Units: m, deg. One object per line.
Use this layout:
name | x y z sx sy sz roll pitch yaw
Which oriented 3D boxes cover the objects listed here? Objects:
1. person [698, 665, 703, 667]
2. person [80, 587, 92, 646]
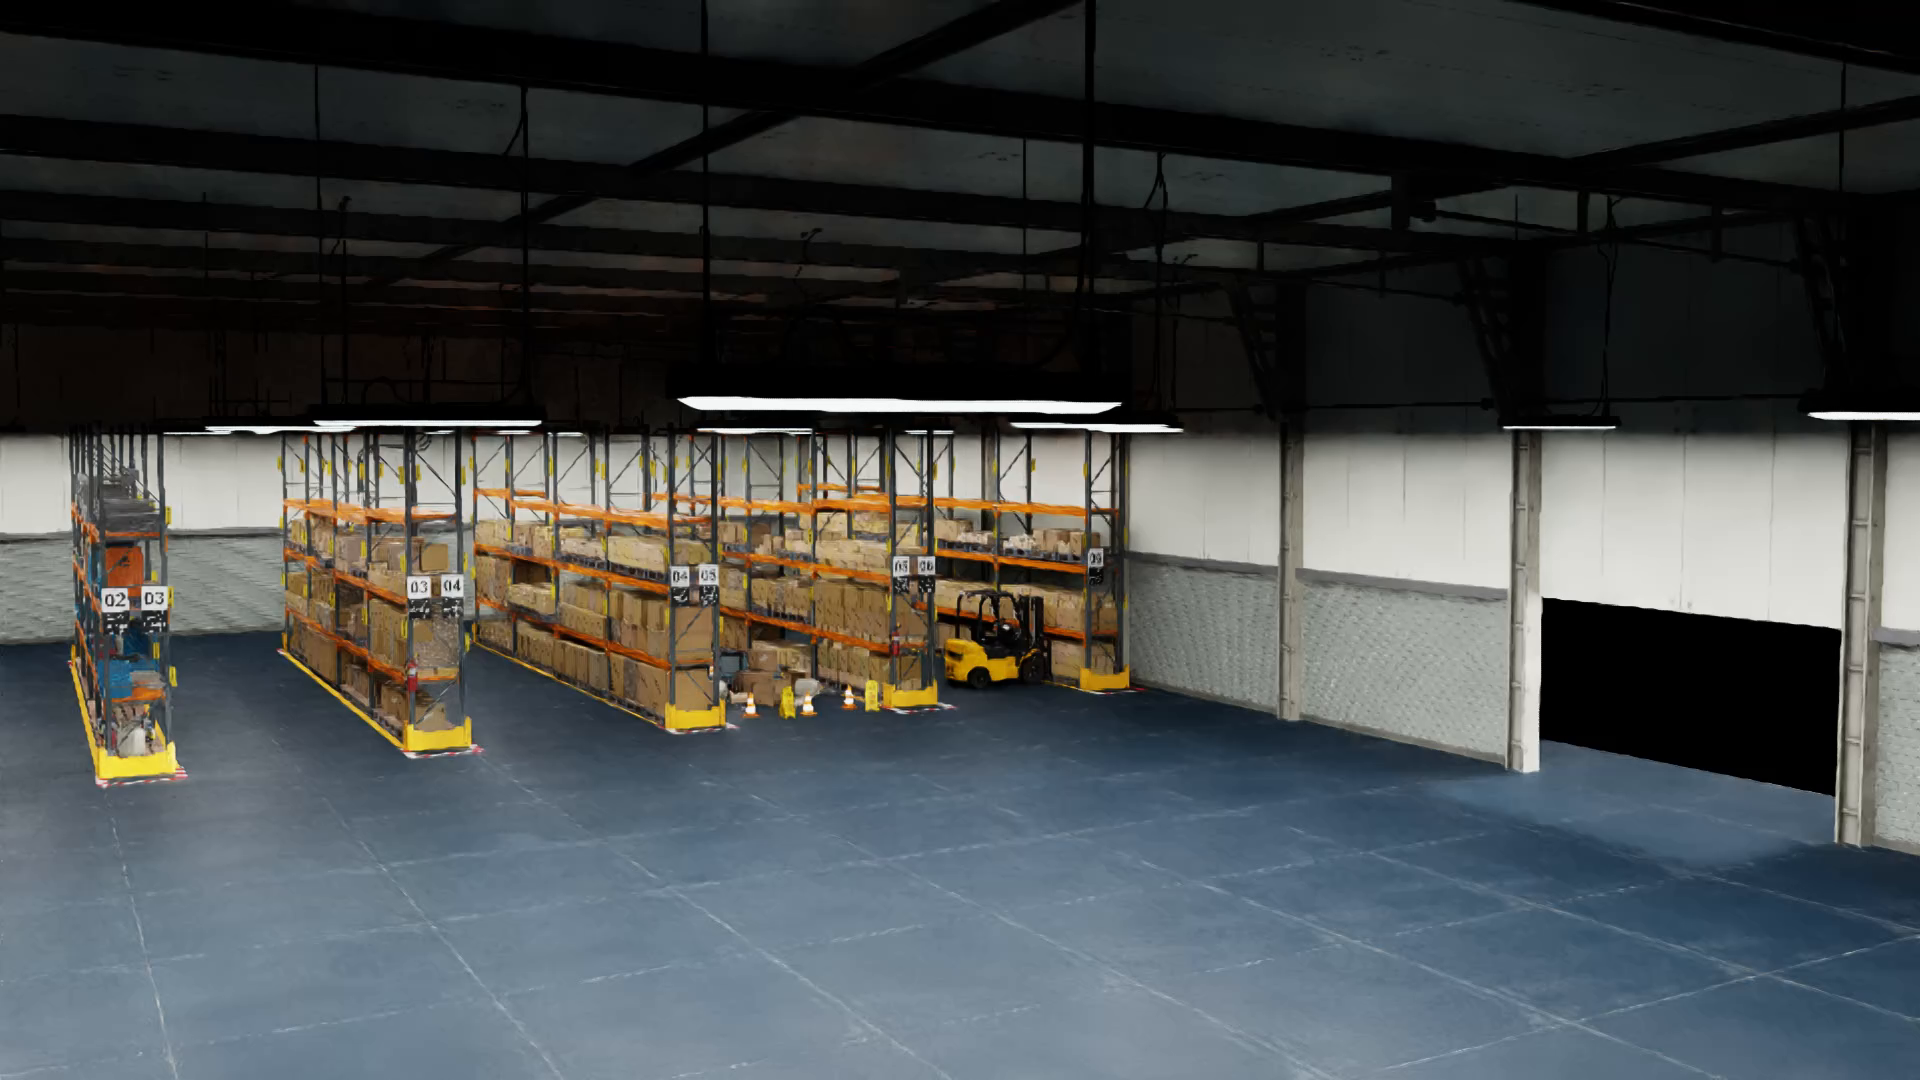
person | -6.307 2.486 39.363 0.527 1.581 0.522 0 4 1
person | -23.917 2.071 45.756 0.501 1.637 0.901 -1 4 -14
